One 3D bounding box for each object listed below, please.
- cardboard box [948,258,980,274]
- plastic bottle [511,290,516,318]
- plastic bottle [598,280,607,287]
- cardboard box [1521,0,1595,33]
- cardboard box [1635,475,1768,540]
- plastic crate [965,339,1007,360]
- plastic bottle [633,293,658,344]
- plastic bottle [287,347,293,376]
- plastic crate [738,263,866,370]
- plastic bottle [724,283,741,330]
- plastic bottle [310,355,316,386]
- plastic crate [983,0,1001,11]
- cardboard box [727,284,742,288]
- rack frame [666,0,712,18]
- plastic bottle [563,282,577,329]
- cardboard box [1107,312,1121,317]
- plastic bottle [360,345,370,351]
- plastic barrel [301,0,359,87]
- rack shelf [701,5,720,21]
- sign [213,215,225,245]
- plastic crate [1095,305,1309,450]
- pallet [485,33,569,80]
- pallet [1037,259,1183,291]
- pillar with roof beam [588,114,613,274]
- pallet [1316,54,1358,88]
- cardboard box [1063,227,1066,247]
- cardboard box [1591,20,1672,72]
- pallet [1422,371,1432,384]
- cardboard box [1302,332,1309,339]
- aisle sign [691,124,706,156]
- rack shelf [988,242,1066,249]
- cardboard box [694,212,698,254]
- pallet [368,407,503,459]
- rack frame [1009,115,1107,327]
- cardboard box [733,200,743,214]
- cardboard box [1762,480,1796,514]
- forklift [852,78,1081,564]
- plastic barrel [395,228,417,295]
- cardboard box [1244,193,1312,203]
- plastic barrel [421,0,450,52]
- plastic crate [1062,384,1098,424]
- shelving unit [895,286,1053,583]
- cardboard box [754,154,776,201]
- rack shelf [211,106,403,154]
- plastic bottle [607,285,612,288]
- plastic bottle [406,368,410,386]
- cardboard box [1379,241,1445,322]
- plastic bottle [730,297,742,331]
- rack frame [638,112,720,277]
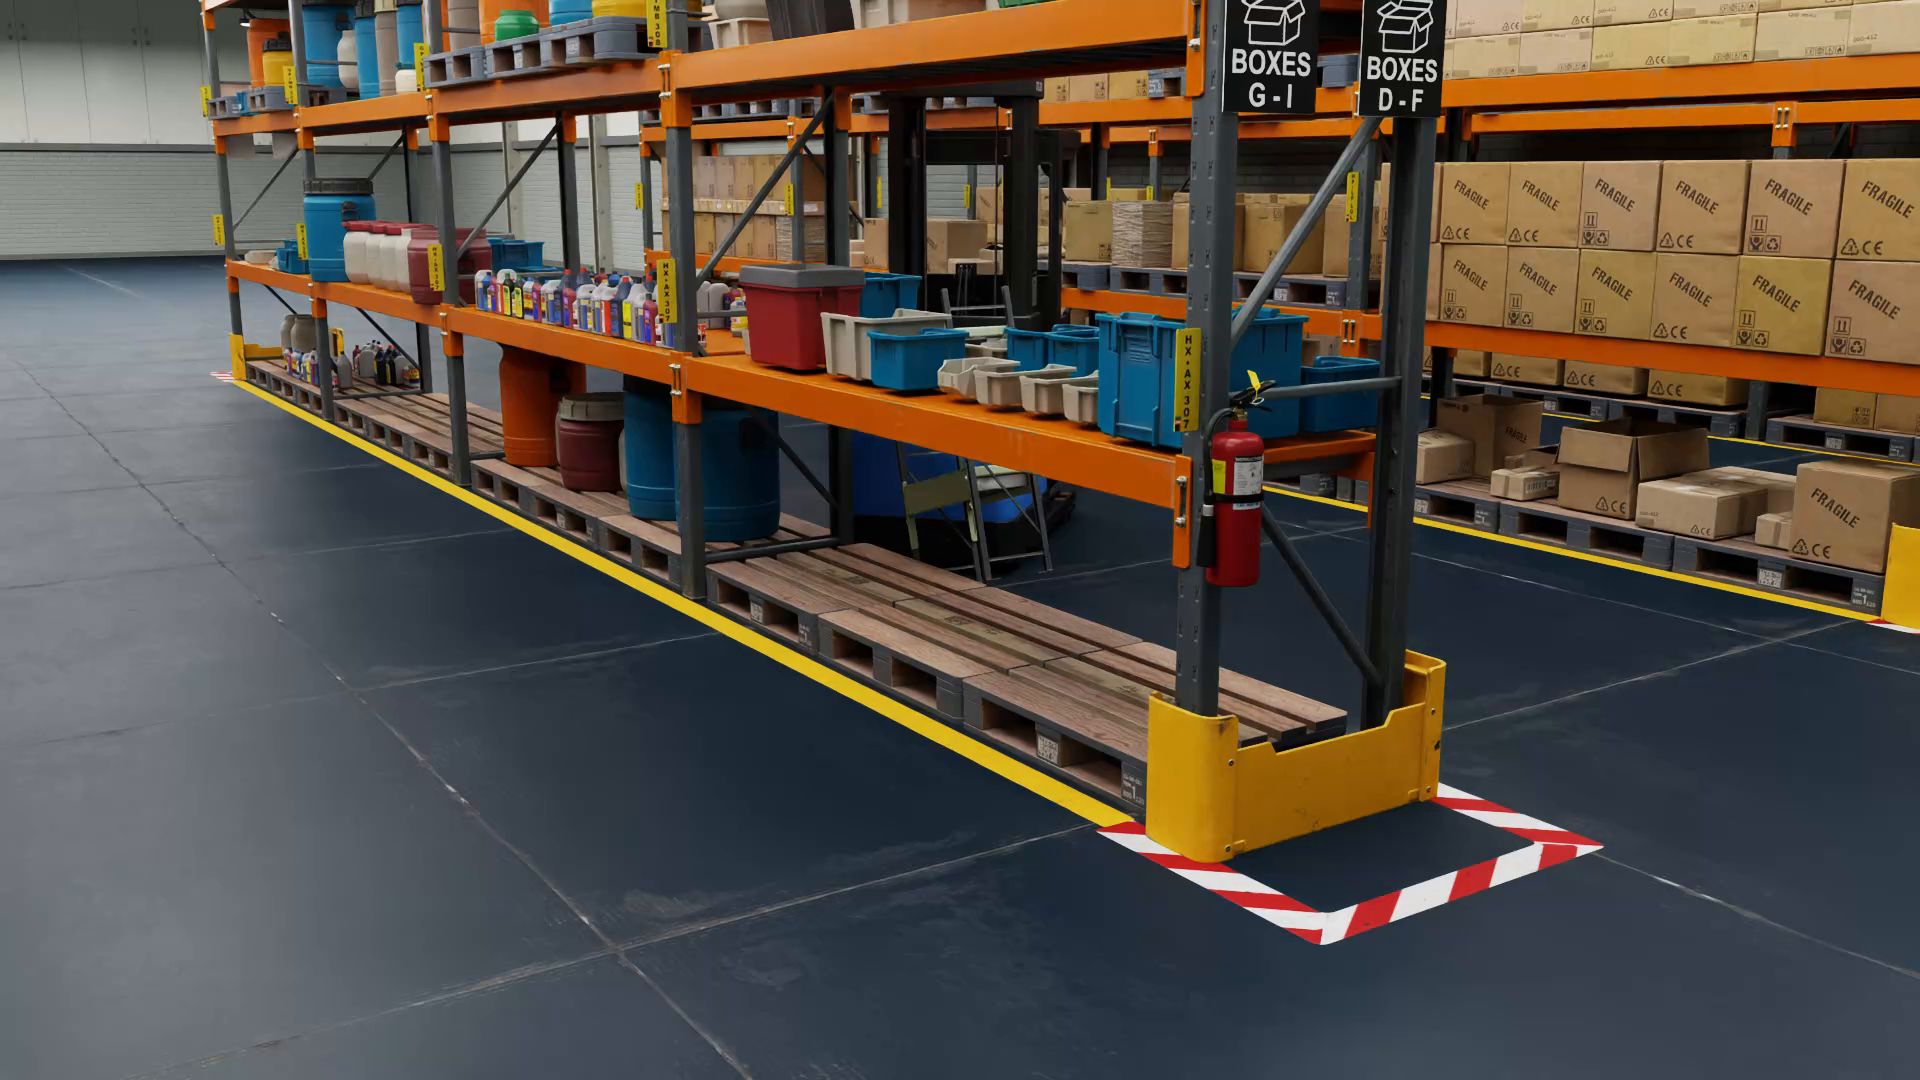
[{"bbox_3d":[0.111,-2.601,15.824,0.380,0.149,0.250,-7,14,-29],"label":"cardboard box"},{"bbox_3d":[-2.919,-1.576,11.013,0.097,0.201,0.097,0,12,0],"label":"plastic bottle"},{"bbox_3d":[-2.505,-1.736,11.744,0.097,0.201,0.097,0,12,0],"label":"plastic bottle"},{"bbox_3d":[3.689,-3.134,9.831,0.500,0.250,0.500,-8,15,-33],"label":"cardboard box"},{"bbox_3d":[4.289,-0.193,9.629,0.500,0.250,0.500,-8,15,-33],"label":"cardboard box"},{"bbox_3d":[0.170,-0.833,7.628,0.293,0.136,0.466,-8,15,-33],"label":"plastic crate"},{"bbox_3d":[-1.735,-1.243,9.316,0.152,0.276,0.135,-8,15,-33],"label":"plastic bottle"},{"bbox_3d":[-6.838,-1.827,17.025,0.061,0.283,0.133,-8,15,-32],"label":"plastic bottle"},{"bbox_3d":[-0.759,-1.079,7.984,0.402,0.464,0.583,-8,15,-33],"label":"plastic crate"},{"bbox_3d":[-1.385,-1.424,10.123,0.061,0.283,0.133,-8,15,-33],"label":"plastic bottle"},{"bbox_3d":[-6.306,-1.656,16.243,0.061,0.283,0.133,-7,14,-29],"label":"plastic bottle"},{"bbox_3d":[0.200,-2.334,7.268,0.437,0.282,0.530,-8,15,-33],"label":"plastic crate"},{"bbox_3d":[-2.627,-2.766,19.688,0.500,0.500,0.500,-8,15,-33],"label":"cardboard box"},{"bbox_3d":[-1.045,-4.138,8.219,1.000,3.000,0.127,-8,15,-33],"label":"rack frame"},{"bbox_3d":[-2.384,-1.437,10.186,0.061,0.283,0.133,-8,15,-33],"label":"plastic bottle"},{"bbox_3d":[2.162,-2.976,21.770,0.500,0.500,0.500,-9,16,-37],"label":"cardboard box"},{"bbox_3d":[-6.194,-1.903,17.387,0.152,0.276,0.135,-8,15,-32],"label":"plastic bottle"},{"bbox_3d":[-5.940,-4.735,15.814,0.600,0.901,0.708,-8,15,-33],"label":"plastic barrel"},{"bbox_3d":[-2.460,-5.955,19.149,1.077,0.370,4.000,-8,15,-33],"label":"rack shelf"},{"bbox_3d":[-8.154,-3.412,18.295,0.100,0.325,0.005,-8,15,-33],"label":"sign"},{"bbox_3d":[0.830,-0.580,5.768,0.616,0.435,0.499,-8,15,-33],"label":"plastic crate"},{"bbox_3d":[-2.192,-2.909,10.065,1.003,0.211,1.213,-8,15,-33],"label":"pallet"},{"bbox_3d":[1.298,-2.298,14.298,1.213,0.211,1.003,-8,15,-33],"label":"pallet"},{"bbox_3d":[-11.895,-10.114,35.548,9.100,9.000,0.548,-8,15,-33],"label":"pillar with roof beam"},{"bbox_3d":[2.778,-3.290,11.806,1.213,0.211,1.003,-8,15,-33],"label":"pallet"},{"bbox_3d":[1.695,-3.964,21.773,0.500,0.250,0.500,-8,15,-33],"label":"cardboard box"},{"bbox_3d":[3.973,-2.802,9.483,0.500,0.250,0.500,-8,15,-33],"label":"cardboard box"},{"bbox_3d":[4.554,-1.868,18.409,1.003,0.211,1.213,-8,15,-33],"label":"pallet"},{"bbox_3d":[4.056,-2.397,19.123,0.700,0.500,0.500,-8,15,-33],"label":"cardboard box"},{"bbox_3d":[-3.360,-5.243,21.231,0.394,0.787,0.004,-8,15,-33],"label":"aisle sign"},{"bbox_3d":[1.662,-3.807,22.431,1.077,0.370,4.000,-8,15,-33],"label":"rack shelf"},{"bbox_3d":[-3.025,-3.798,20.475,0.700,0.500,0.500,-8,14,-31],"label":"cardboard box"},{"bbox_3d":[-4.330,-0.915,14.053,1.003,0.211,1.213,-8,15,-33],"label":"pallet"},{"bbox_3d":[0.864,-2.504,14.791,1.000,3.000,0.127,-8,15,-33],"label":"rack frame"},{"bbox_3d":[-2.383,-3.830,19.102,0.380,0.149,0.250,-8,14,-31],"label":"cardboard box"},{"bbox_3d":[4.955,-0.172,9.534,0.500,0.250,0.500,-8,15,-33],"label":"cardboard box"},{"bbox_3d":[0.152,-1.563,10.646,1.130,2.935,3.031,3,13,14],"label":"forklift"},{"bbox_3d":[-4.242,-2.206,13.164,0.421,0.512,0.421,0,12,0],"label":"plastic barrel"},{"bbox_3d":[3.718,-3.758,19.261,0.700,0.500,0.500,-6,14,-25],"label":"cardboard box"},{"bbox_3d":[-3.898,-3.882,13.064,0.600,0.830,0.708,-8,15,-33],"label":"plastic barrel"},{"bbox_3d":[0.569,-0.520,6.193,0.396,0.136,0.243,-8,15,-33],"label":"plastic crate"},{"bbox_3d":[0.011,-0.515,8.825,0.431,1.500,0.755,-7,-3,-29],"label":"shelving unit"},{"bbox_3d":[-1.884,-4.066,18.662,0.700,0.500,0.500,-8,15,-33],"label":"cardboard box"},{"bbox_3d":[-6.586,-4.099,16.749,1.077,0.370,4.000,-8,15,-33],"label":"rack shelf"},{"bbox_3d":[-2.124,-1.414,10.107,0.097,0.271,0.097,0,12,0],"label":"plastic bottle"},{"bbox_3d":[-5.345,-1.604,16.197,0.097,0.201,0.097,0,12,0],"label":"plastic bottle"},{"bbox_3d":[3.136,-1.719,10.965,0.500,0.500,0.500,-8,14,-31],"label":"cardboard box"},{"bbox_3d":[-1.336,-1.361,10.028,0.097,0.201,0.097,0,12,0],"label":"plastic bottle"},{"bbox_3d":[-3.568,-3.927,21.297,1.000,3.000,0.127,-8,15,-33],"label":"rack frame"}]
